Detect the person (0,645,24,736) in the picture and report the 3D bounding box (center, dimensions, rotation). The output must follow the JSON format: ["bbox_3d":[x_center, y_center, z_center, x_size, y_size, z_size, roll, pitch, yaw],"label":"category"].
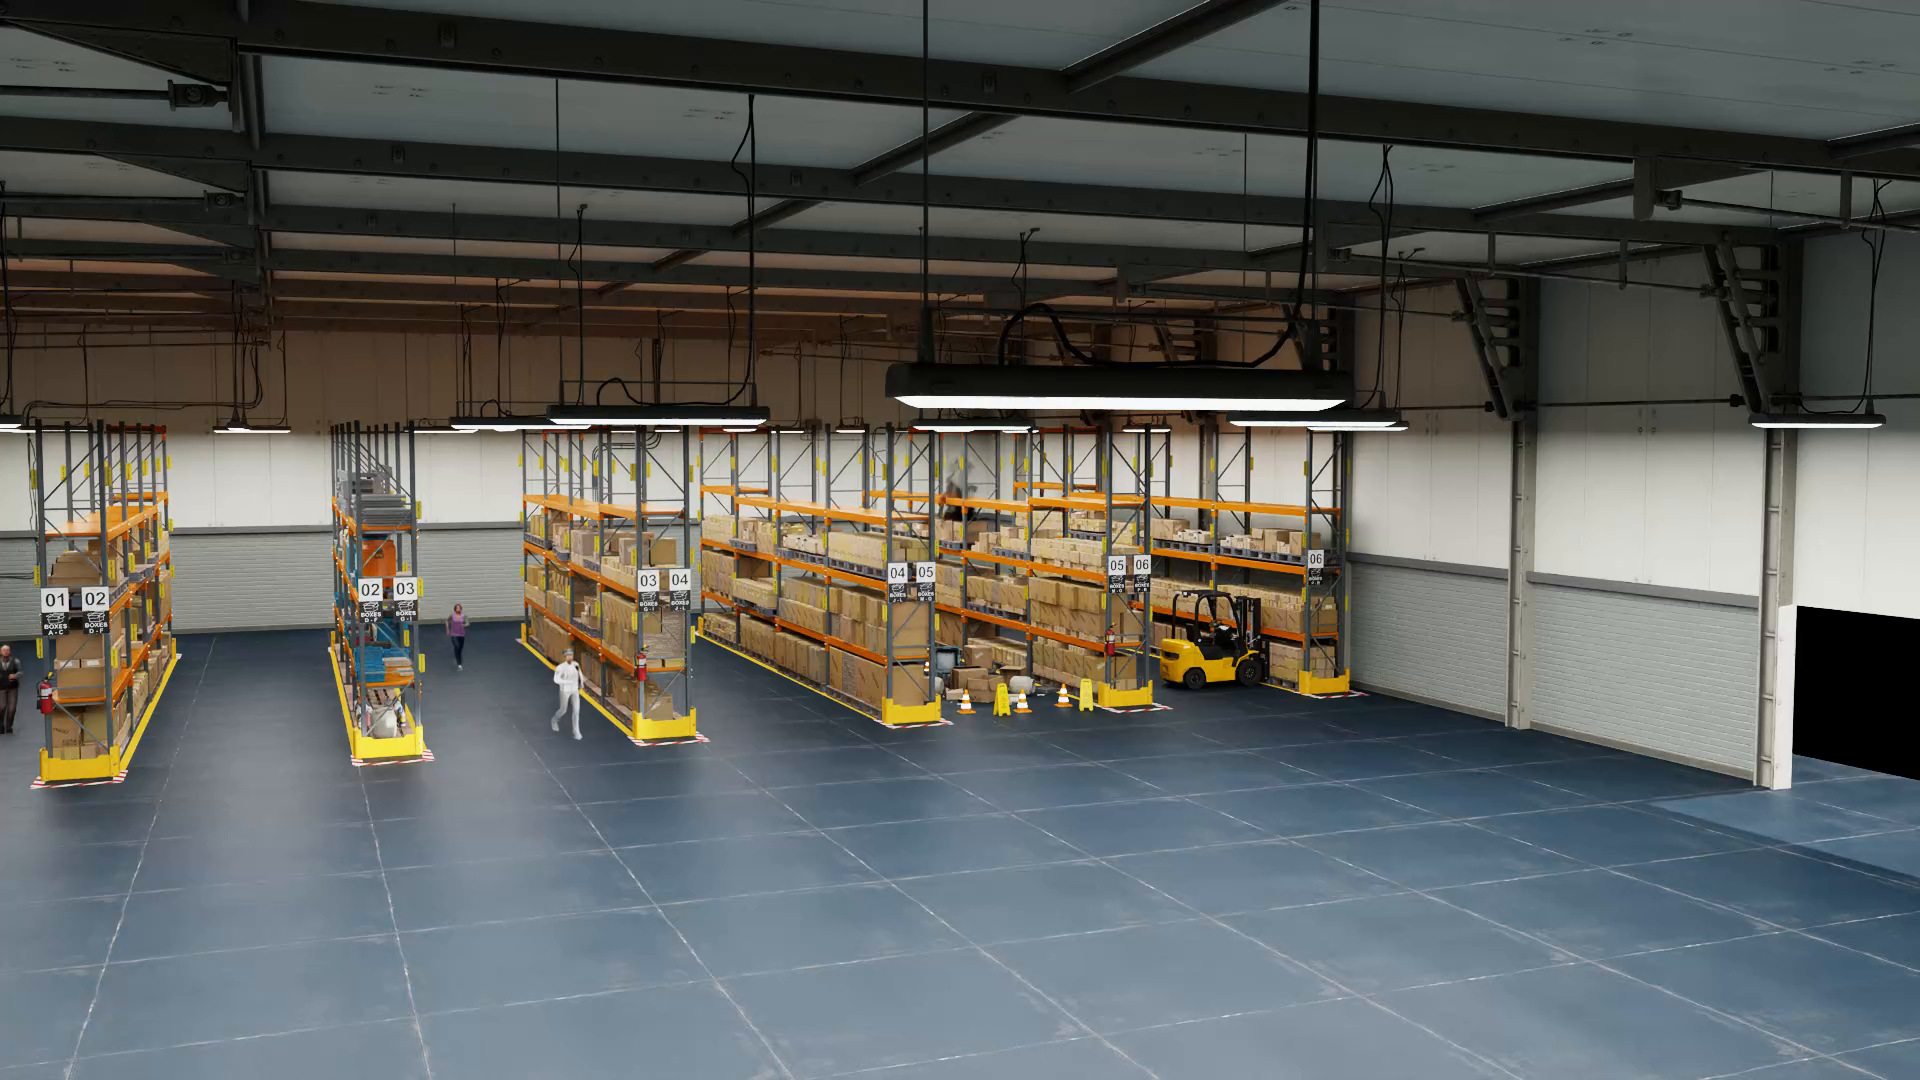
[{"bbox_3d":[-18.248,2.878,31.800,0.629,1.720,0.693,-3,4,-37],"label":"person"}]

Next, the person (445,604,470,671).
[{"bbox_3d":[-12.295,2.354,40.728,0.520,1.612,0.855,-2,4,-30],"label":"person"}]

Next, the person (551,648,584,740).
[{"bbox_3d":[-7.459,2.897,31.674,0.622,1.717,0.937,-2,4,-34],"label":"person"}]
